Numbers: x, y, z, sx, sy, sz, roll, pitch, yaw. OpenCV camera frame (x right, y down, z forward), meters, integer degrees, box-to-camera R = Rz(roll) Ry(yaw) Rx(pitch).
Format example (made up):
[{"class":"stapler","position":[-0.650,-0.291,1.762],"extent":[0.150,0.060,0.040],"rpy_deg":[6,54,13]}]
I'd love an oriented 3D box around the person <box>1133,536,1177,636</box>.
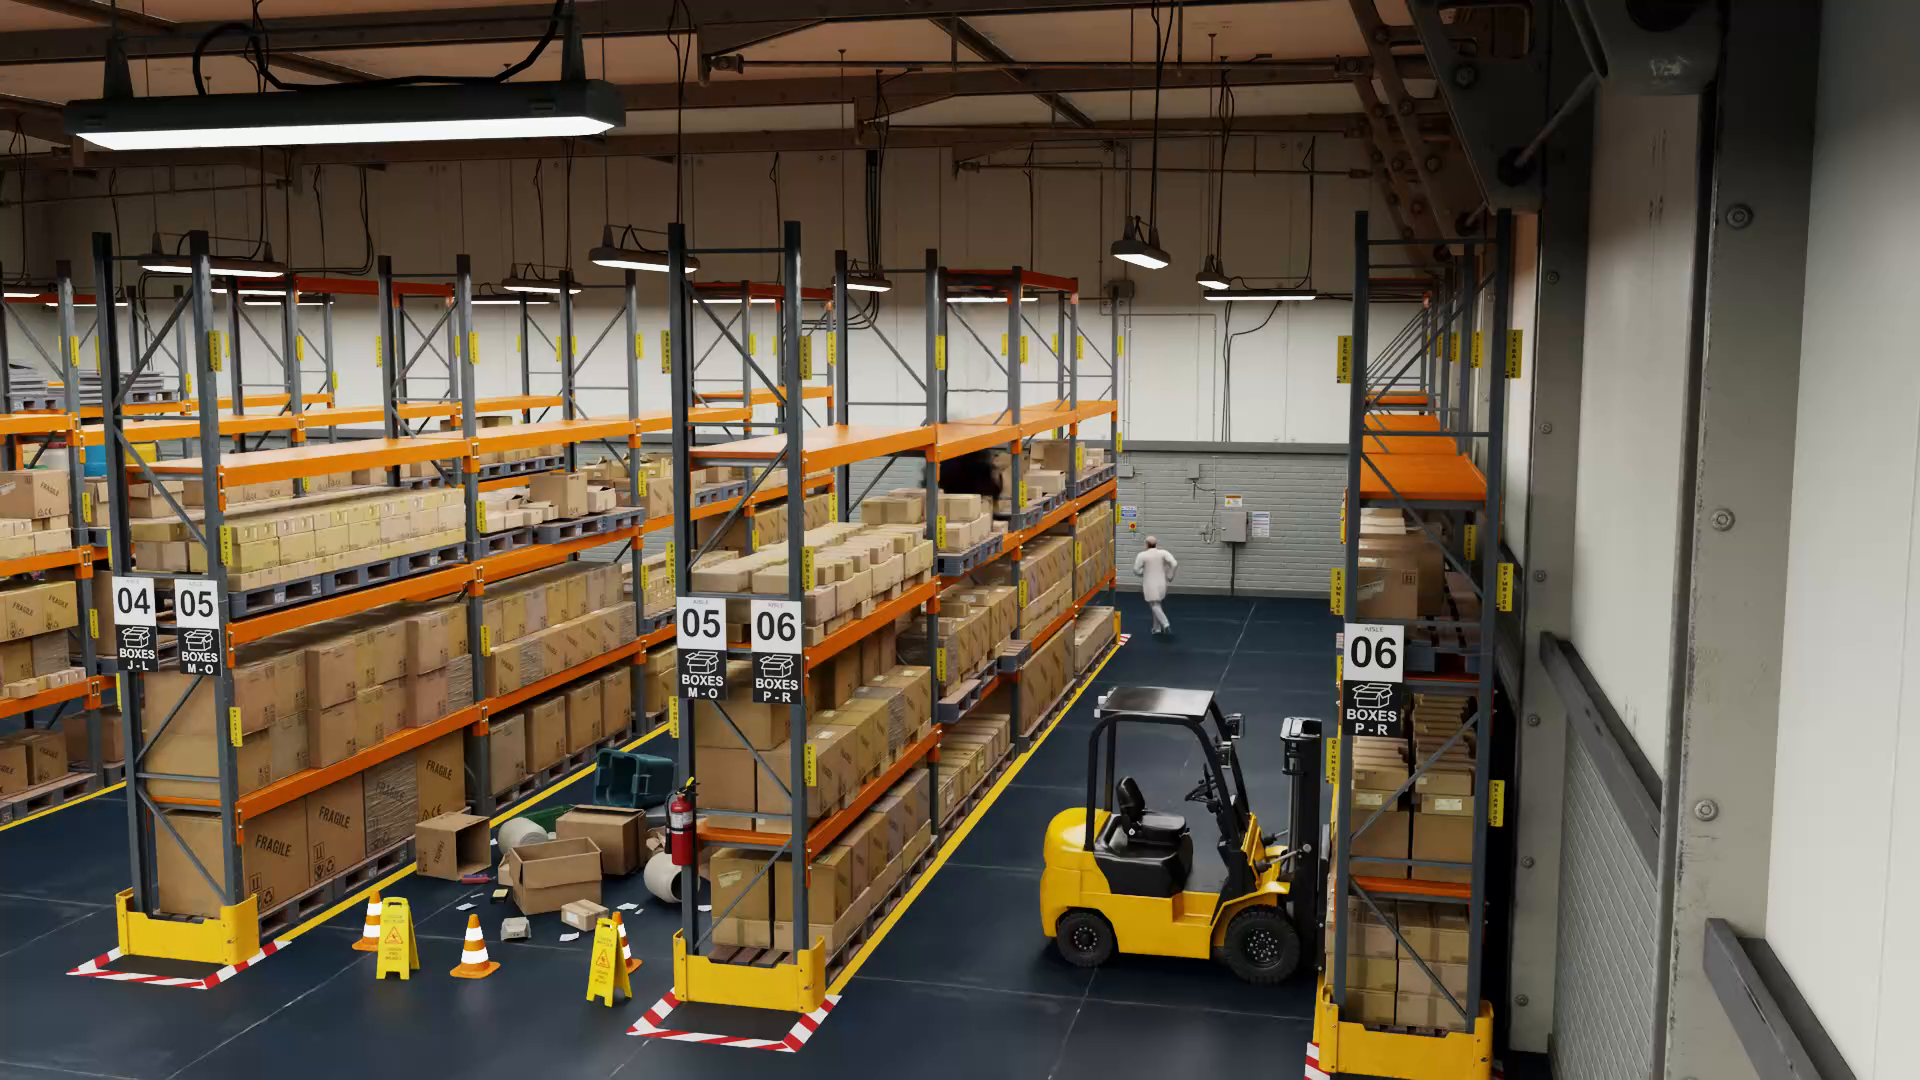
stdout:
[{"class":"person","position":[3.338,0.810,28.666],"extent":[0.726,1.778,0.900],"rpy_deg":[-2,7,-15]}]
